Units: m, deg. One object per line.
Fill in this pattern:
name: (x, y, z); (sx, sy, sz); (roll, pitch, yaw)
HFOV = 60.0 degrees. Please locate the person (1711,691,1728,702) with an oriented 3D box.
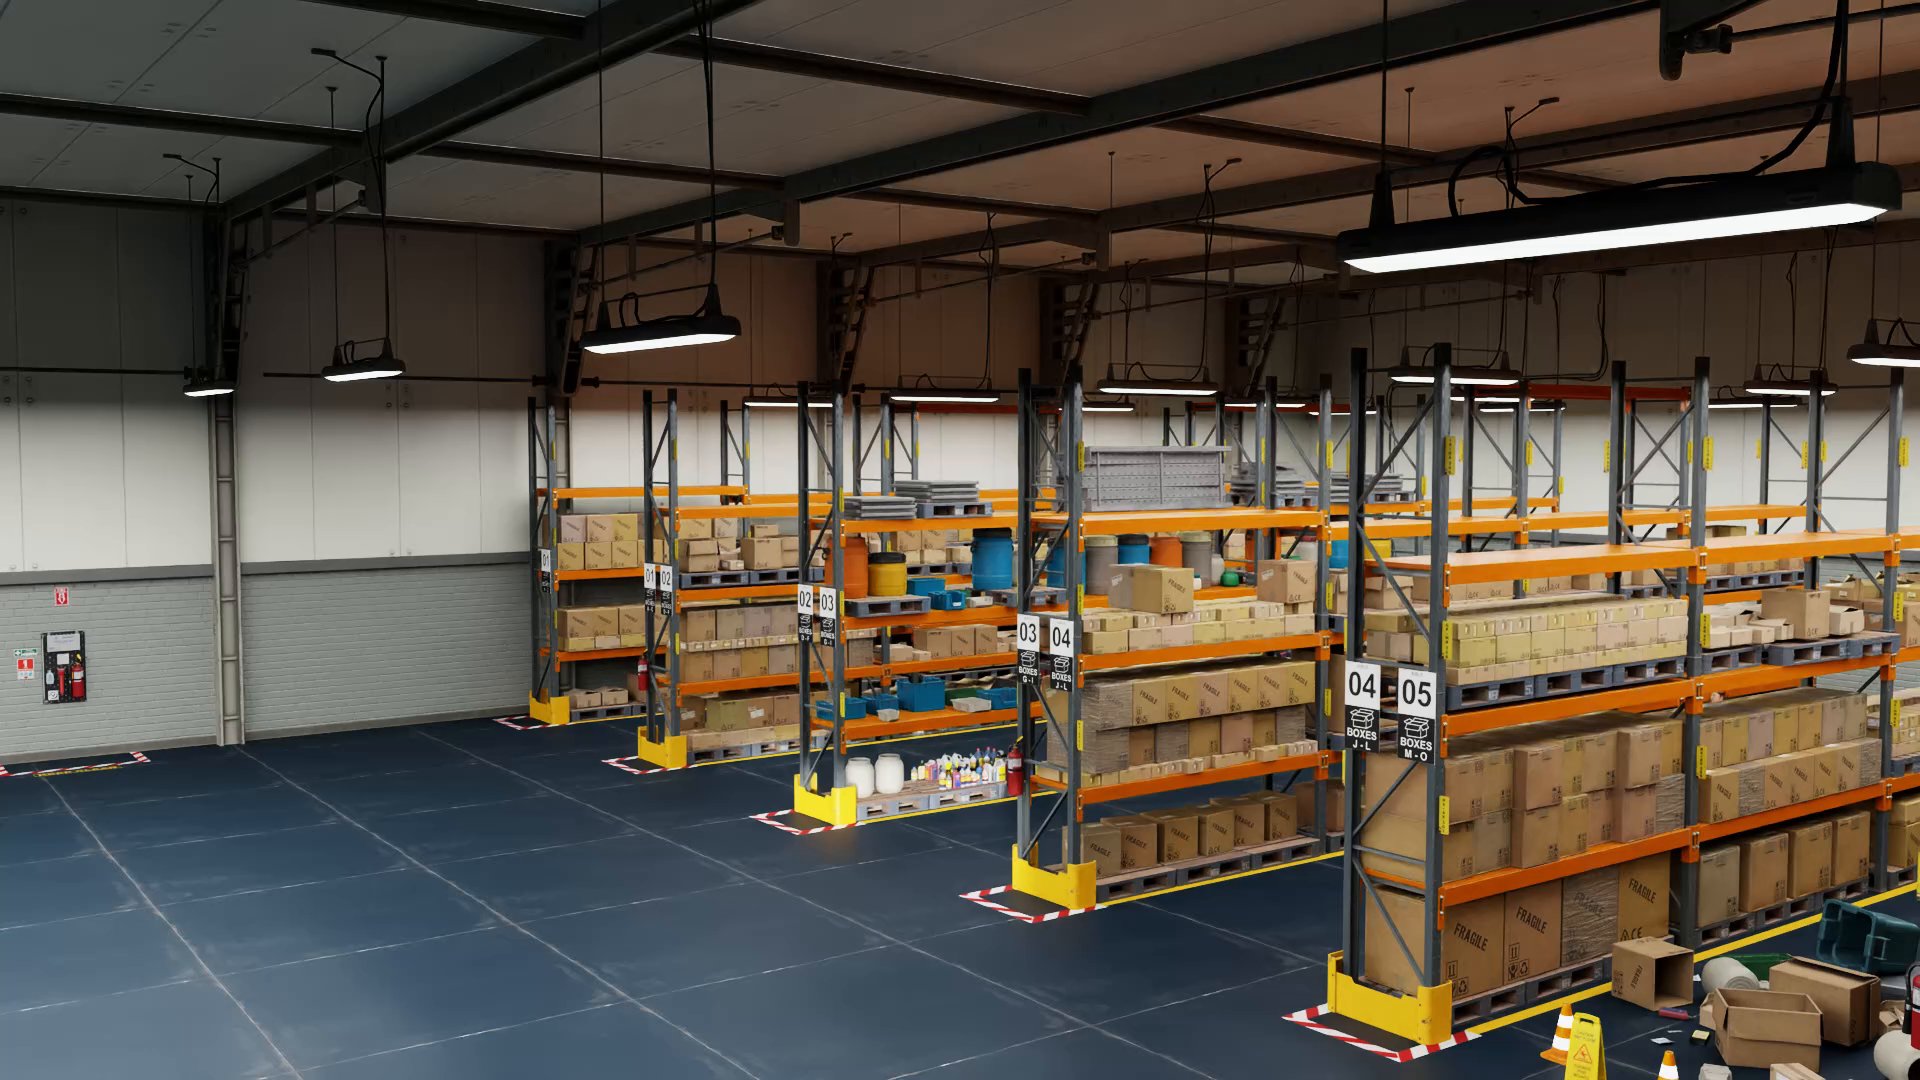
person: (11.104, 2.926, 24.057); (0.604, 1.652, 0.509); (-2, 4, -26)
